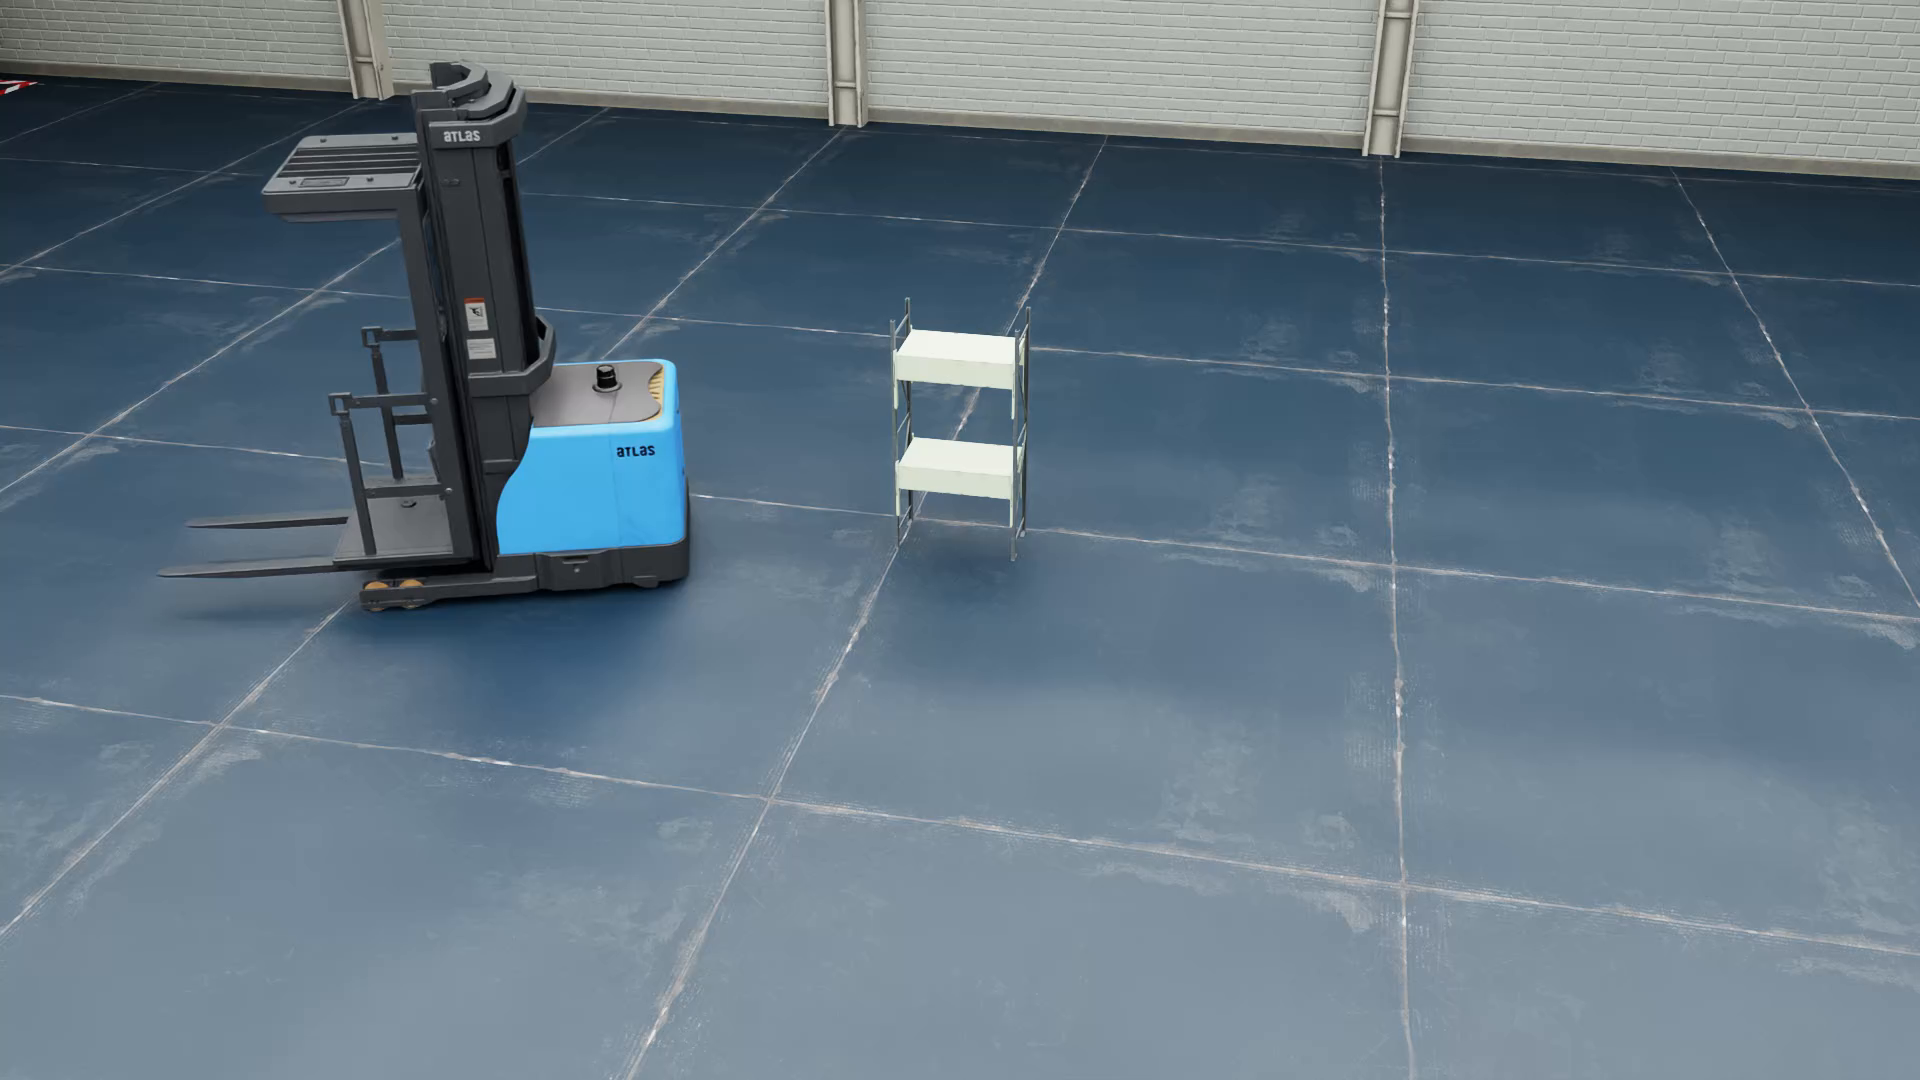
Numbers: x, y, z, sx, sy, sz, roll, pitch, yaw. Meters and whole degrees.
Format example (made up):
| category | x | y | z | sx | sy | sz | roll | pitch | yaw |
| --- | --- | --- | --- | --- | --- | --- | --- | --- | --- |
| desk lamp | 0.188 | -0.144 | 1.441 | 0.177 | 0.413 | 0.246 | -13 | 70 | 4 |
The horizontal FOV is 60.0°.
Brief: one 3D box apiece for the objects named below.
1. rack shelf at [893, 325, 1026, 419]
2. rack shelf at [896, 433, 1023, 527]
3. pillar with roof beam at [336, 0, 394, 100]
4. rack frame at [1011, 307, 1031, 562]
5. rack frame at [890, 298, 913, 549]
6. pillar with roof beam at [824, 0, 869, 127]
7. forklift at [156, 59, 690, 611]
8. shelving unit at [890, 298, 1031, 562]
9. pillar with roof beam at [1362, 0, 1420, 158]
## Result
| category | x | y | z | sx | sy | sz | roll | pitch | yaw |
| --- | --- | --- | --- | --- | --- | --- | --- | --- | --- |
| rack shelf | 0.007 | -1.000 | 9.863 | 0.720 | 0.370 | 0.431 | 6 | 29 | 11 |
| rack shelf | 0.007 | -0.371 | 10.207 | 0.720 | 0.370 | 0.431 | 6 | 29 | 11 |
| pillar with roof beam | -8.050 | -7.346 | 14.460 | 0.400 | 9.000 | 9.100 | 6 | 29 | 11 |
| rack frame | 0.364 | -0.620 | 9.984 | 0.023 | 1.500 | 0.400 | 6 | 29 | 11 |
| rack frame | -0.351 | -0.694 | 10.118 | 0.023 | 1.500 | 0.400 | 6 | 29 | 11 |
| pillar with roof beam | -2.183 | -6.744 | 13.361 | 0.400 | 9.000 | 9.100 | 6 | 29 | 11 |
| forklift | -3.175 | -1.143 | 9.448 | 3.031 | 2.935 | 1.130 | -4 | 29 | -7 |
| shelving unit | 0.007 | -0.657 | 10.051 | 0.755 | 1.500 | 0.431 | 6 | 29 | 11 |
| pillar with roof beam | 3.685 | -6.143 | 12.262 | 0.400 | 9.000 | 9.100 | 6 | 29 | 11 |
